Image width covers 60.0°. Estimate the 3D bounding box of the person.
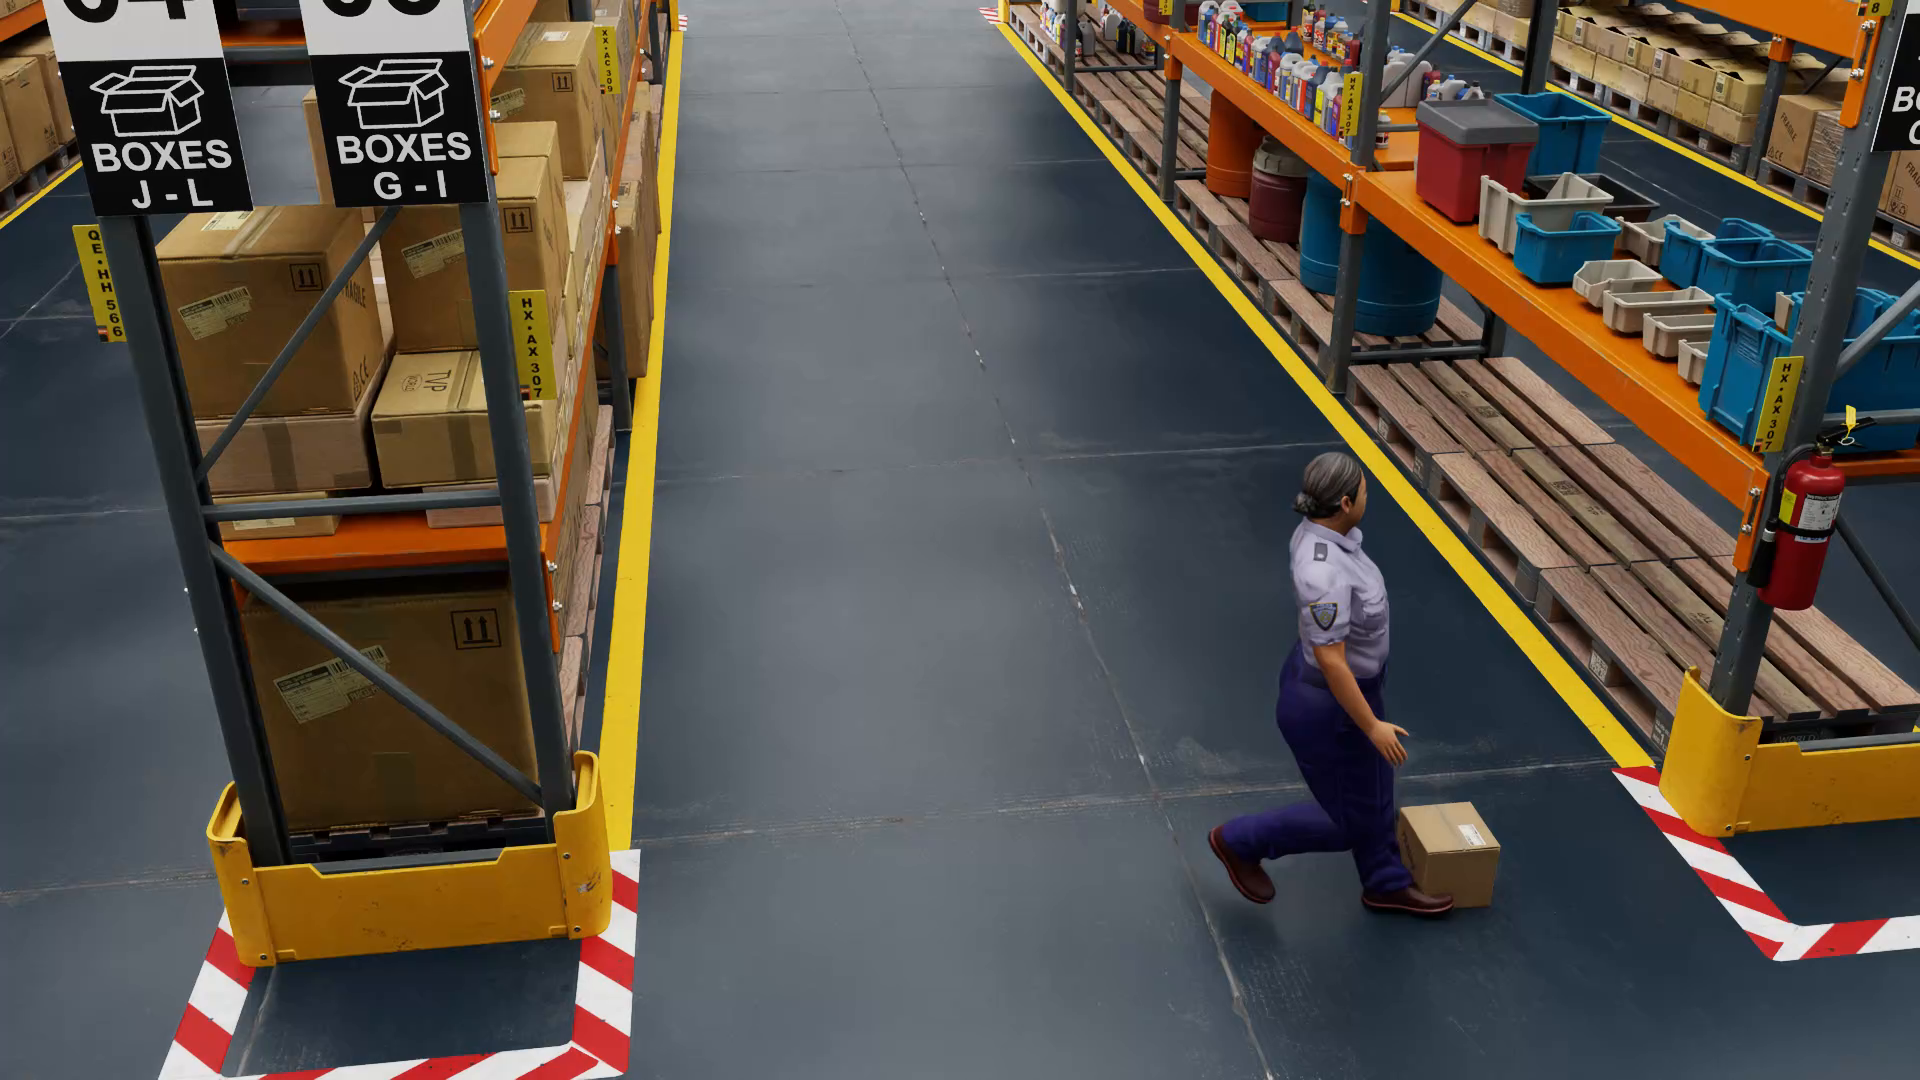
[{"bbox_3d":[1.228,0.498,5.192,0.819,1.606,0.551,6,28,11],"label":"person"}]
